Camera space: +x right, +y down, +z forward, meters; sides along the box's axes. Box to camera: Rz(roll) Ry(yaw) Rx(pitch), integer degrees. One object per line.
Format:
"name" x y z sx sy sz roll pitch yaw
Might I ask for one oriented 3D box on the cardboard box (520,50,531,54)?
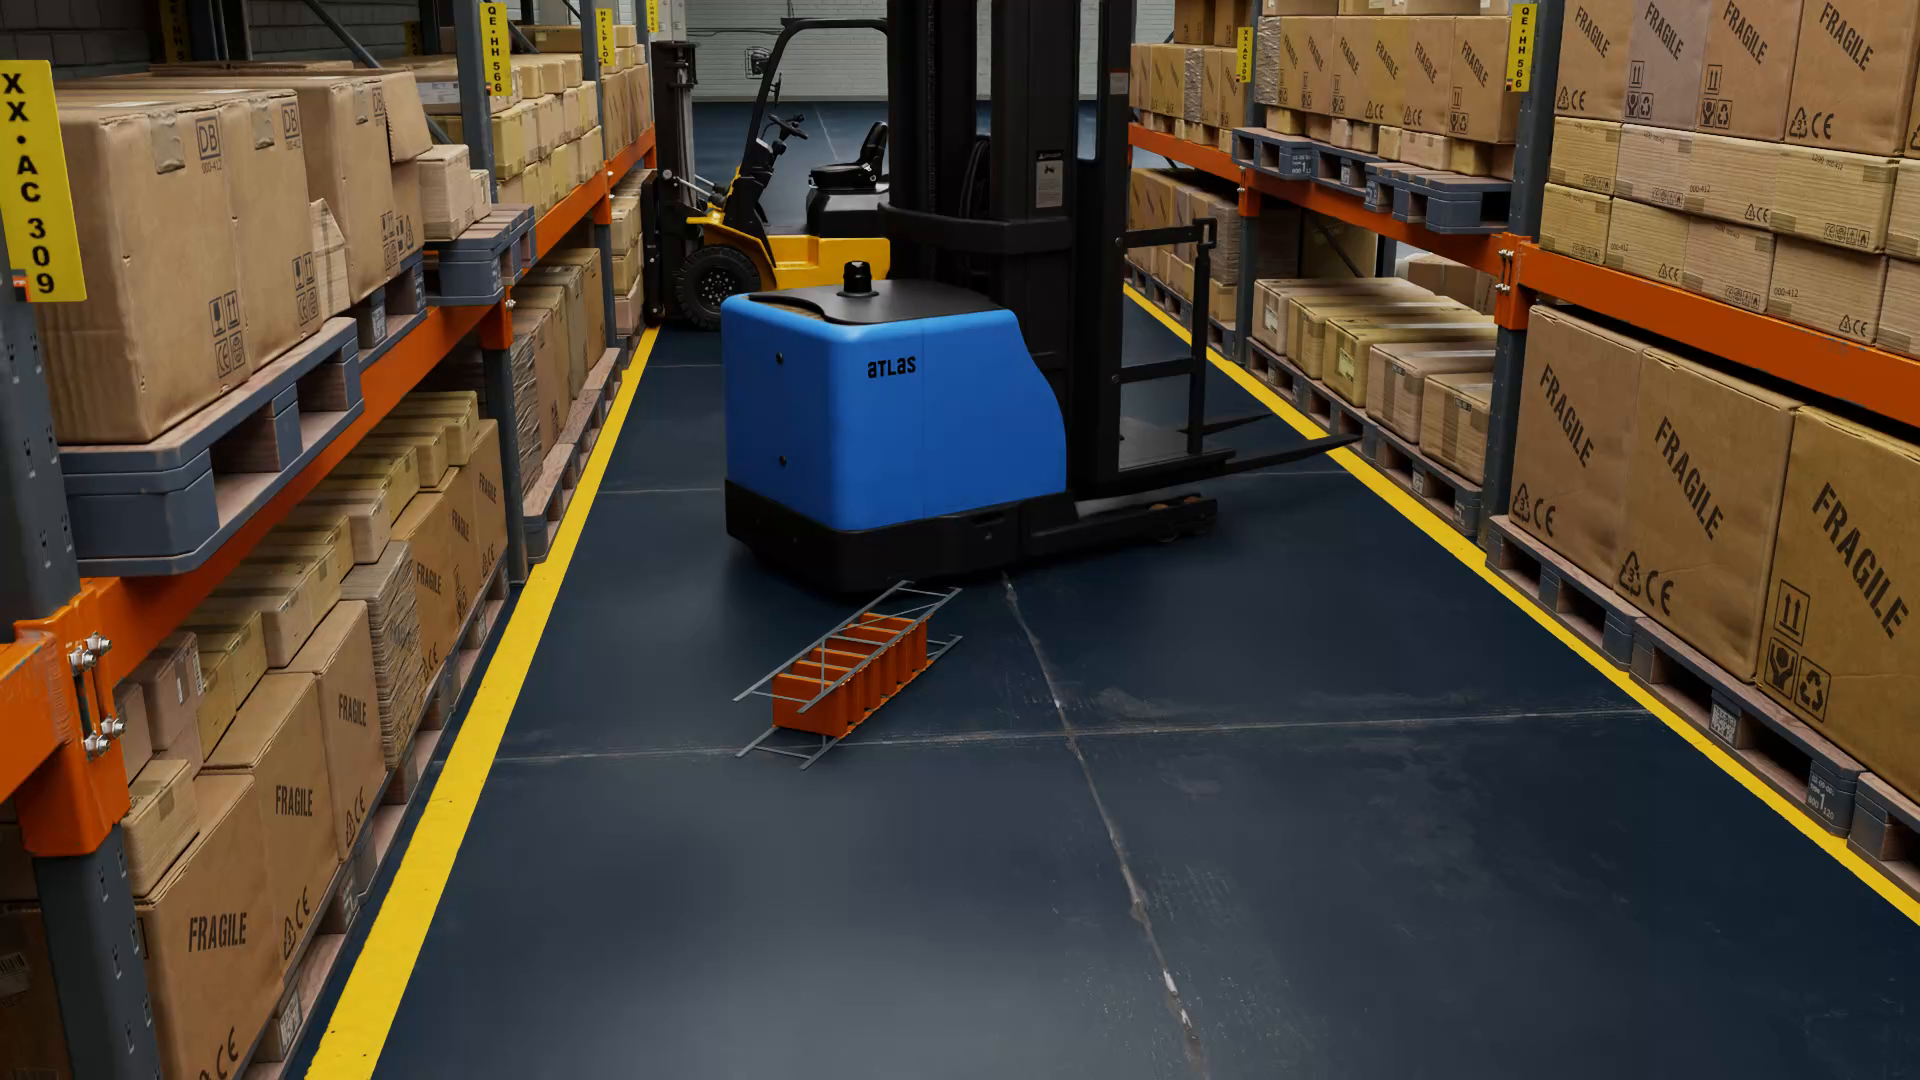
"cardboard box" -3.008 -3.192 11.086 0.380 0.149 0.250 -1 17 -4

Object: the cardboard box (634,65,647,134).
"cardboard box" -2.698 -3.387 12.792 0.500 0.500 0.500 -1 17 -4

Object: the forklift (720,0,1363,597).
"forklift" 0.512 -1.505 7.078 3.031 2.935 1.130 -12 21 -33

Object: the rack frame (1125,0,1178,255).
"rack frame" 1.882 -3.788 14.233 1.000 3.000 0.127 -2 18 -6

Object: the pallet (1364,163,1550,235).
"pallet" 2.528 -1.522 7.336 1.213 0.211 1.003 -2 18 -6

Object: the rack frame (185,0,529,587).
"rack frame" -2.229 -1.250 6.149 1.000 3.000 0.127 -2 18 -6

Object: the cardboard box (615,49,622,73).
"cardboard box" -2.473 -3.209 11.142 0.380 0.149 0.250 -2 18 -6

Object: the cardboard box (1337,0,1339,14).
"cardboard box" 2.465 -3.400 10.667 0.700 0.500 0.500 -2 18 -6

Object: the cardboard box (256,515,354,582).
"cardboard box" -1.843 0.043 4.421 0.380 0.149 0.250 -2 18 -5

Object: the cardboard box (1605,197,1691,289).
"cardboard box" 2.578 -1.026 5.689 0.500 0.250 0.500 -2 18 -7

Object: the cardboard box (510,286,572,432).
"cardboard box" -2.425 -0.898 8.294 0.875 0.625 0.625 -3 18 -8

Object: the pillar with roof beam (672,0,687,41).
"pillar with roof beam" -2.691 -15.331 40.987 9.100 9.000 0.400 -2 18 -6

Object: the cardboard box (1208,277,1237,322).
"cardboard box" 1.967 -1.652 11.321 0.500 0.250 0.500 -1 17 -3

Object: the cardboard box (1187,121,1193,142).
"cardboard box" 1.854 -2.942 11.960 0.380 0.149 0.250 -2 18 -7

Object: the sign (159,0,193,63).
"sign" -2.781 -1.784 5.918 0.100 0.325 0.005 -2 18 -6

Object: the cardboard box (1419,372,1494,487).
"cardboard box" 2.659 -0.519 7.509 0.950 0.372 0.625 -3 18 -9

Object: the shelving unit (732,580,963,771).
"shelving unit" -0.338 0.419 5.517 0.258 0.189 1.200 7 19 22

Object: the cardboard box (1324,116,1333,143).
"cardboard box" 2.169 -2.193 8.874 0.380 0.149 0.250 -2 18 -5

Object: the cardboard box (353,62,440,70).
"cardboard box" -2.642 -2.154 7.781 0.380 0.149 0.250 -1 17 -4

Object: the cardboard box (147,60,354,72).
"cardboard box" -2.332 -1.339 5.568 0.500 0.500 0.500 -1 17 -3

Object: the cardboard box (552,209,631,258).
"cardboard box" -2.380 -1.961 10.635 0.500 0.250 0.500 -2 18 -6

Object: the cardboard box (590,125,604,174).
"cardboard box" -2.330 -2.228 9.515 0.500 0.250 0.500 -1 17 -4

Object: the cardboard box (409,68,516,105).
"cardboard box" -2.050 -1.866 6.863 0.380 0.149 0.250 -1 17 -4

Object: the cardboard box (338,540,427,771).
"cardboard box" -1.802 0.321 4.617 0.500 0.500 0.500 -2 18 -8

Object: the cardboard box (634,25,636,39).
"cardboard box" -2.698 -3.882 12.789 0.380 0.149 0.250 -1 17 -4

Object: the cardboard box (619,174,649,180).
"cardboard box" -2.638 -2.719 13.050 0.500 0.250 0.500 -1 17 -5

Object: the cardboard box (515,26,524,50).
"cardboard box" -3.095 -3.331 11.034 0.380 0.149 0.250 -2 18 -7

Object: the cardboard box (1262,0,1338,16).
"cardboard box" 1.992 -3.144 9.737 0.380 0.149 0.250 -2 18 -6

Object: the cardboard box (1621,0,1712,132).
"cardboard box" 2.576 -1.627 5.515 0.500 0.500 0.500 -2 18 -5

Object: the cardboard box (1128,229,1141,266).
"cardboard box" 1.691 -2.427 13.790 0.500 0.250 0.500 -2 18 -6

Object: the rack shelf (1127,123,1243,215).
"rack shelf" 2.089 -2.848 12.443 1.077 0.370 4.000 -2 18 -6

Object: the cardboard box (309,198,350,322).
"cardboard box" -1.578 -0.620 3.667 0.396 0.266 0.258 -1 17 -3

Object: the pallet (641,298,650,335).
"pallet" -2.811 -1.713 12.282 1.003 0.211 1.213 -2 18 -6

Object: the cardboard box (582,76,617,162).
"cardboard box" -2.428 -2.629 10.377 0.500 0.500 0.500 -2 18 -7

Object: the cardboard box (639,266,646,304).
"cardboard box" -2.499 -1.788 11.752 0.500 0.250 0.500 -1 17 -5

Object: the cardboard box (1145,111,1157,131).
"cardboard box" 1.679 -3.327 13.185 0.380 0.149 0.250 -2 17 -5

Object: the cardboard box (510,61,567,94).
"cardboard box" -2.120 -2.247 8.077 0.380 0.149 0.250 -2 18 -7

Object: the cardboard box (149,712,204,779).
"cardboard box" -1.695 0.430 3.190 0.380 0.149 0.250 -2 18 -7

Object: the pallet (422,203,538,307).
"pallet" -2.090 -0.958 5.542 1.213 0.211 1.003 -2 18 -6

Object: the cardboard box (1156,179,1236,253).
"cardboard box" 1.795 -2.472 12.682 0.500 0.500 0.500 -1 17 -5

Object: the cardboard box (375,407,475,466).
"cardboard box" -1.867 -0.347 5.664 0.380 0.149 0.250 -3 18 -9

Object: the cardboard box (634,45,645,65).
"cardboard box" -2.684 -3.820 13.088 0.380 0.149 0.250 -1 17 -5

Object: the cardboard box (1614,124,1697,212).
"cardboard box" 2.566 -1.258 5.593 0.500 0.250 0.500 -1 17 -4

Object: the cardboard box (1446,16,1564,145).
"cardboard box" 2.384 -1.921 6.923 0.500 0.500 0.500 -2 18 -7

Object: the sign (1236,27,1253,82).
"sign" 1.756 -2.990 10.247 0.100 0.325 0.005 -2 18 -6

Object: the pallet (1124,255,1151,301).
"pallet" 1.939 -2.191 13.805 1.003 0.211 1.213 -2 18 -6

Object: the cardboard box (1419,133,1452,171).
"cardboard box" 2.270 -1.726 7.386 0.380 0.149 0.250 -2 18 -6

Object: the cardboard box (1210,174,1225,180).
"cardboard box" 2.282 -2.648 13.240 0.500 0.500 0.500 -1 17 -4

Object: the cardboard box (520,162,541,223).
"cardboard box" -2.079 -1.468 7.095 0.500 0.250 0.500 -2 18 -7

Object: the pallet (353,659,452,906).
"pallet" -2.067 0.667 4.700 1.003 0.211 1.213 -2 18 -6

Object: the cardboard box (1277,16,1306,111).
"cardboard box" 2.110 -2.688 9.367 0.500 0.500 0.500 -2 18 -5

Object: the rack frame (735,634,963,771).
"rack frame" -0.338 0.506 5.544 0.240 0.006 1.200 7 19 22

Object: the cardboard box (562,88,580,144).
"cardboard box" -2.230 -2.164 8.479 0.500 0.250 0.500 -1 17 -5

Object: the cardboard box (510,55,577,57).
"cardboard box" -2.341 -2.627 9.288 0.380 0.149 0.250 -2 18 -6

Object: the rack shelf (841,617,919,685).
"rack shelf" -0.273 0.372 5.660 0.258 0.180 0.103 7 19 22

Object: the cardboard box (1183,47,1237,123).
"cardboard box" 1.884 -3.218 11.755 0.500 0.500 0.500 -1 17 -4
